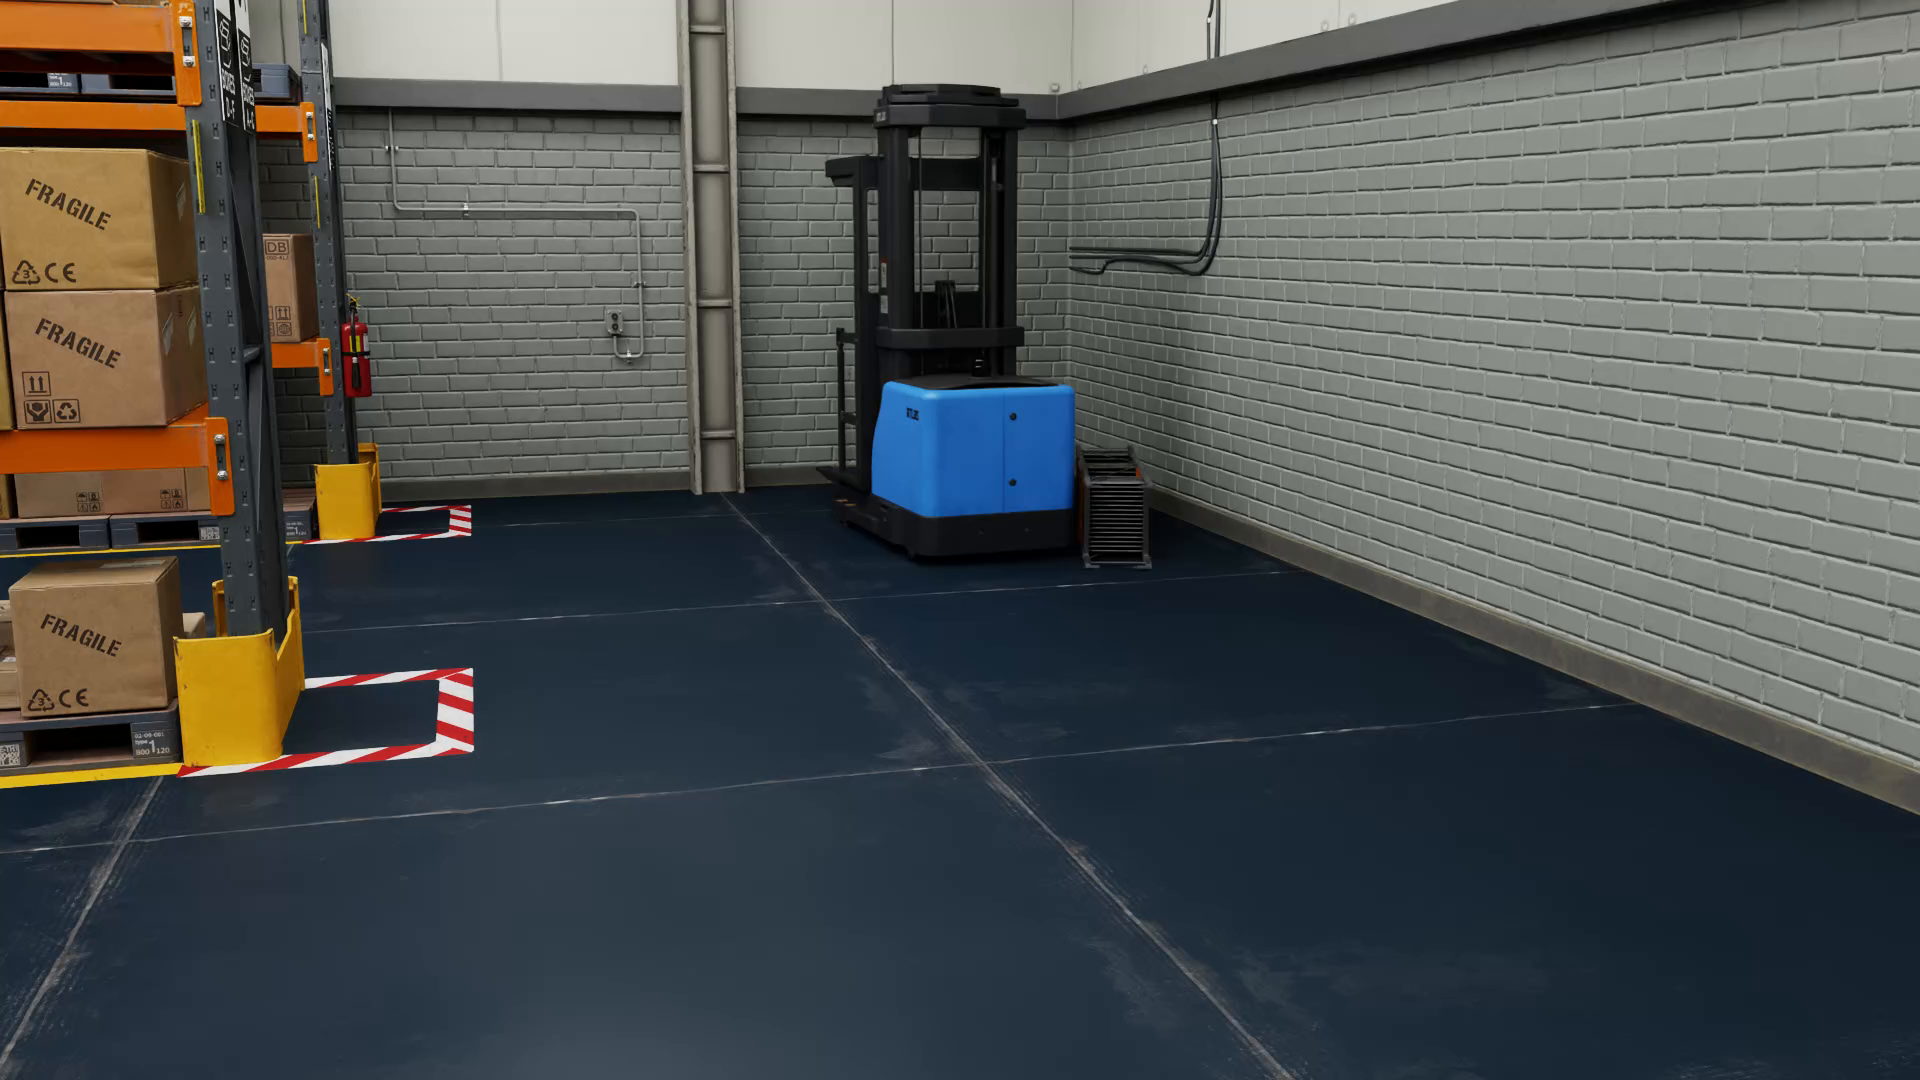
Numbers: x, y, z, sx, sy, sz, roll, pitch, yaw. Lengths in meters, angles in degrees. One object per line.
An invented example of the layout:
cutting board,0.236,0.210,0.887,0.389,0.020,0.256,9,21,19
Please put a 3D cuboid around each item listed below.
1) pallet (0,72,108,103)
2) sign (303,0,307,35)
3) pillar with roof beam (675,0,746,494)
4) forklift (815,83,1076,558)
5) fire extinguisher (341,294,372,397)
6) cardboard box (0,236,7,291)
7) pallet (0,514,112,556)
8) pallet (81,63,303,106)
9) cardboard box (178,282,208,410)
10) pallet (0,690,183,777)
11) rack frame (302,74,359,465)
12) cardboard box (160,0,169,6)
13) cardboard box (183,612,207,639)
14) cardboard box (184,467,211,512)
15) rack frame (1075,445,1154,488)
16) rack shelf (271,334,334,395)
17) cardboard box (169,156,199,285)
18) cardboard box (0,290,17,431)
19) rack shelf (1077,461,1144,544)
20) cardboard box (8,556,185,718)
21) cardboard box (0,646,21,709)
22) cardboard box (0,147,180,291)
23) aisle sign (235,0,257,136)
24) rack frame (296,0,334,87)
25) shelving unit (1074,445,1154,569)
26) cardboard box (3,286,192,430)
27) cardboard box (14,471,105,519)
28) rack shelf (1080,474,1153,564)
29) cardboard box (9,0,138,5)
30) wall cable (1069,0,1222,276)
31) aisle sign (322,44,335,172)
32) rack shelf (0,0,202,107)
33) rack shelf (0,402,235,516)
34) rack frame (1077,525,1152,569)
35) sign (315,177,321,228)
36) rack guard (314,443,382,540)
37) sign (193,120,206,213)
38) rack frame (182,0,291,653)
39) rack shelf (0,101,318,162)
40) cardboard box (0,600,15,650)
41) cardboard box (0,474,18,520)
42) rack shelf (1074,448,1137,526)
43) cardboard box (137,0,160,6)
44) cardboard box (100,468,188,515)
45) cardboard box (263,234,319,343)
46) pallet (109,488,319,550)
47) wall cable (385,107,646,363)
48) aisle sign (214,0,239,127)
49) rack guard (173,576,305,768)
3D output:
pallet,-6.153,-2.910,10.527,1.213,0.211,1.003,-3,11,-16
sign,-4.132,-3.357,10.482,0.005,0.325,0.100,-3,11,-16
pillar with roof beam,-0.717,-4.069,8.294,0.400,9.000,9.100,-3,11,-16
forklift,-0.269,-1.555,11.399,1.130,2.935,3.031,-4,11,-21
fire extinguisher,-3.997,-1.286,10.990,0.183,0.674,0.296,-3,11,-16
cardboard box,-3.718,-1.164,6.045,0.500,0.500,0.500,-3,11,-14
pallet,-6.186,-0.093,10.970,1.213,0.211,1.003,-3,11,-16
pallet,-4.980,-2.972,10.866,1.213,0.211,1.003,-3,11,-16
cardboard box,-3.382,-0.791,6.785,0.500,0.500,0.500,-3,11,-15
pallet,-3.721,0.697,6.678,1.213,0.211,1.003,-3,11,-16
rack frame,-4.271,-1.580,11.343,0.127,3.000,1.000,-3,11,-16
cardboard box,-4.897,-3.521,10.511,0.500,0.500,0.500,-3,11,-16
cardboard box,-3.381,0.428,7.094,0.250,0.149,0.380,-3,11,-16
cardboard box,-4.915,-0.504,11.245,0.500,0.500,0.700,-3,11,-16
rack frame,0.994,-0.498,10.958,0.400,0.015,2.100,0,10,2
rack shelf,-6.191,-1.125,10.859,4.000,0.370,1.077,-3,11,-16
cardboard box,-3.382,-1.283,6.694,0.500,0.500,0.500,-3,11,-14
cardboard box,-3.733,-0.671,6.132,0.500,0.500,0.500,-3,11,-15
rack shelf,0.994,-0.255,10.987,0.431,0.480,0.518,0,10,2
cardboard box,-3.336,0.364,6.471,0.500,0.500,0.500,-3,11,-16
cardboard box,-3.750,0.533,6.475,0.250,0.166,0.380,-3,11,-16
cardboard box,-3.233,-1.189,6.185,0.500,0.500,0.500,-3,11,-16
aisle sign,-2.899,-2.052,6.727,0.004,0.787,0.394,-3,11,-16
rack frame,-4.271,-4.530,10.800,0.127,3.000,1.000,-3,11,-16
shelving unit,0.994,-0.257,11.000,0.431,0.503,2.100,0,10,2
cardboard box,-3.236,-0.698,6.277,0.500,0.500,0.500,-3,11,-14
cardboard box,-5.878,-0.453,10.968,0.500,0.500,0.700,-3,11,-18
rack shelf,0.969,-0.134,10.297,0.431,0.480,0.518,0,10,2
cardboard box,-3.302,-2.049,6.019,0.500,0.250,0.500,-3,11,-16
wall cable,1.260,-3.227,12.299,0.112,2.526,3.097,-3,11,-16
aisle sign,-4.118,-2.810,10.844,0.004,0.787,0.394,-3,11,-16
rack shelf,-4.803,-1.739,5.910,4.000,0.370,1.077,-3,11,-16
rack shelf,-4.803,-0.264,6.182,4.000,0.370,1.077,-3,11,-16
rack frame,0.994,-0.017,11.042,0.400,0.015,2.100,0,10,2
sign,-4.132,-2.171,10.701,0.005,0.325,0.100,-3,11,-16
rack guard,-4.248,-0.352,11.576,0.348,0.500,1.175,-3,11,-16
sign,-2.747,-1.346,6.004,0.005,0.325,0.100,-3,11,-16
rack frame,-2.882,-0.719,6.667,0.127,3.000,1.000,-3,11,-16
rack shelf,-6.191,-2.600,10.587,4.000,0.370,1.077,-3,11,-16
cardboard box,-3.964,0.421,6.857,0.500,0.250,0.500,-3,11,-16
cardboard box,-6.388,-0.425,10.815,0.500,0.500,0.700,-3,11,-15
rack shelf,1.019,-0.375,11.676,0.431,0.480,0.518,0,10,2
cardboard box,-3.447,-2.139,6.508,0.500,0.250,0.500,-3,11,-16
cardboard box,-5.395,-0.479,11.107,0.500,0.500,0.700,-3,11,-16
cardboard box,-4.757,-1.700,11.166,0.700,0.700,0.980,-3,11,-13
pallet,-5.016,-0.154,11.302,1.213,0.211,1.003,-3,11,-16
wall cable,-3.306,-2.309,12.497,1.851,1.984,0.084,-3,11,-16
aisle sign,-2.731,-1.948,6.161,0.004,0.787,0.394,-3,11,-16
rack guard,-2.955,0.514,6.872,0.348,0.500,1.175,-3,11,-16
